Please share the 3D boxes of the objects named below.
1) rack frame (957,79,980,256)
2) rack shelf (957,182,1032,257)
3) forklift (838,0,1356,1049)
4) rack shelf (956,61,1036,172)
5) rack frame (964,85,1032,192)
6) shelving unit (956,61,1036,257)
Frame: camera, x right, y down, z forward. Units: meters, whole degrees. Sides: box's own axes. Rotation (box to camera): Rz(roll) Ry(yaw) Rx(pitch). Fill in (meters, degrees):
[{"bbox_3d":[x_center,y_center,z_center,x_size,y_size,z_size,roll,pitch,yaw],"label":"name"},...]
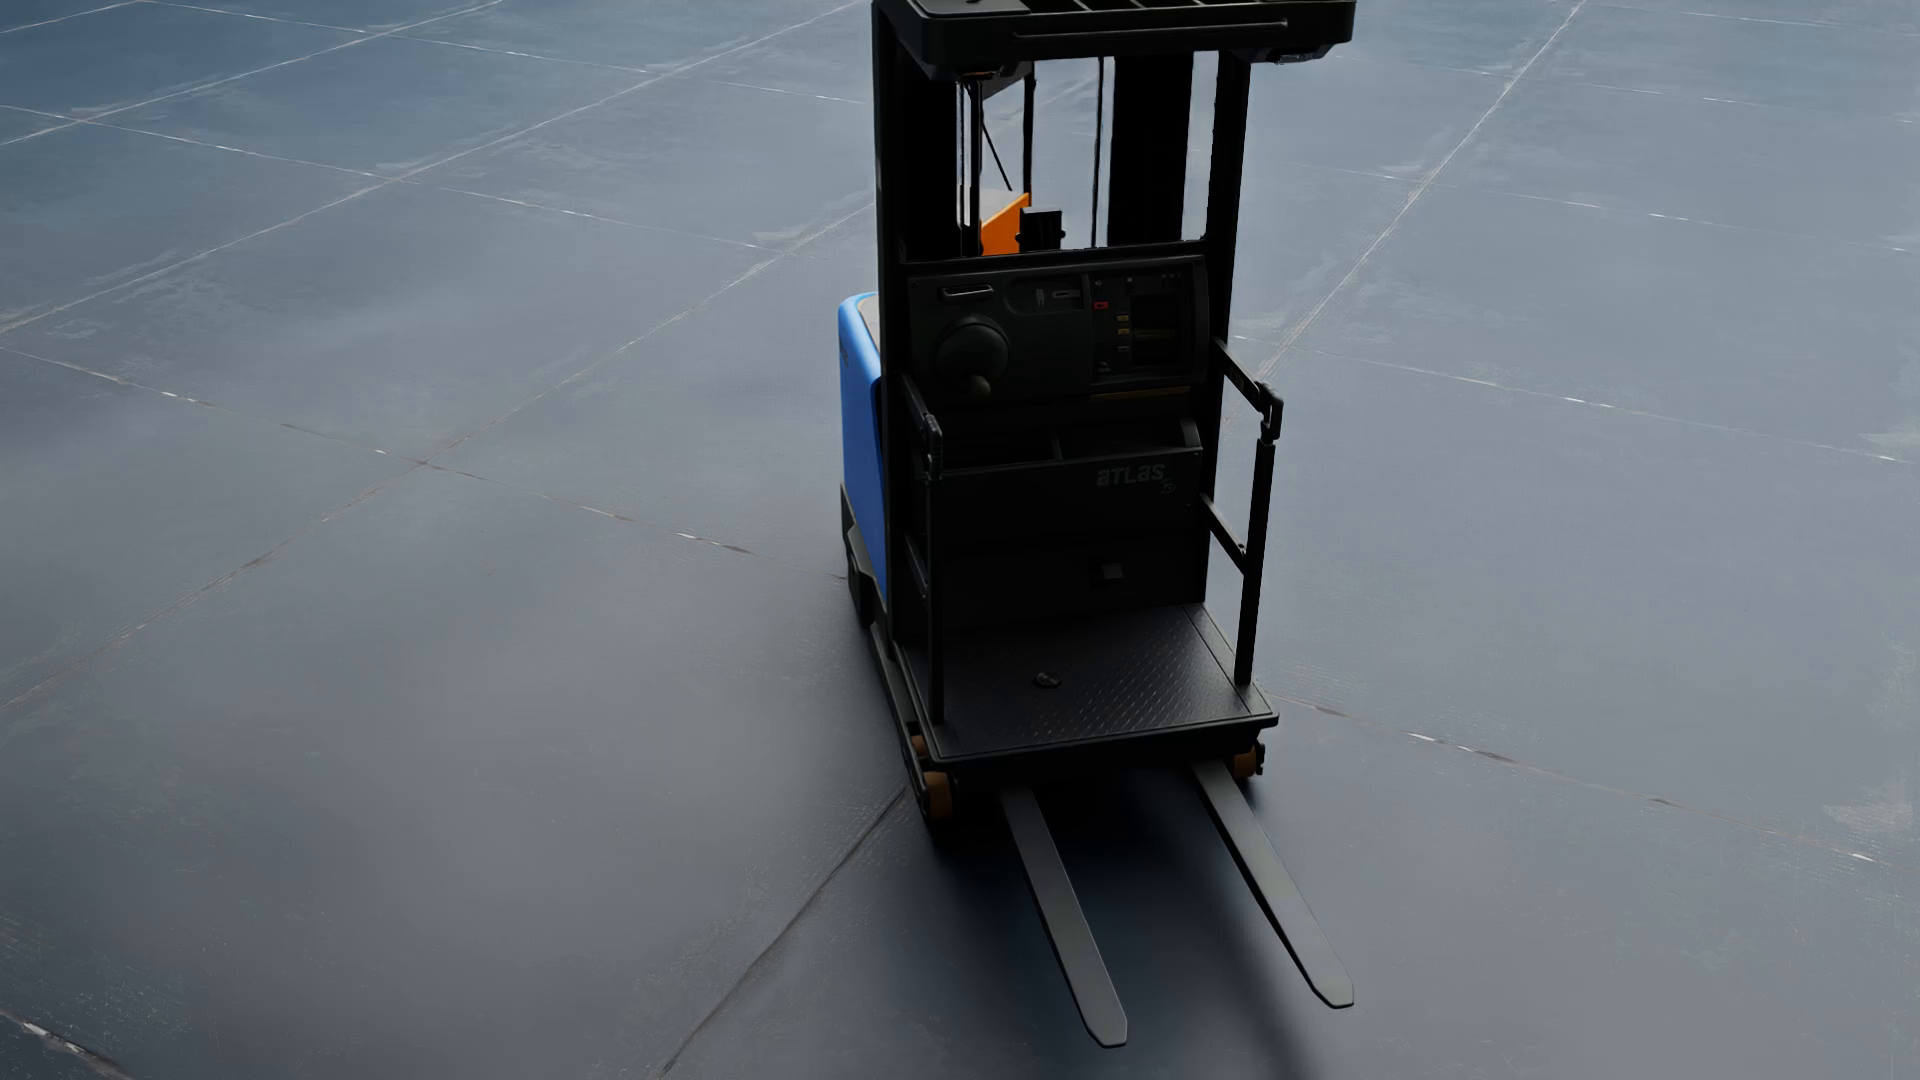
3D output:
[{"bbox_3d":[-0.110,-1.034,6.441,0.400,2.100,0.015,13,33,22],"label":"rack frame"},{"bbox_3d":[-0.004,-1.131,6.639,0.431,0.518,0.480,13,33,22],"label":"rack shelf"},{"bbox_3d":[0.351,-0.593,4.840,1.130,2.935,3.031,-6,30,-11],"label":"forklift"},{"bbox_3d":[-0.004,-1.738,6.290,0.431,0.518,0.480,13,33,22],"label":"rack shelf"},{"bbox_3d":[0.102,-1.253,6.823,0.400,2.100,0.015,13,33,22],"label":"rack frame"},{"bbox_3d":[-0.004,-1.143,6.632,0.431,2.100,0.503,13,33,22],"label":"shelving unit"}]
